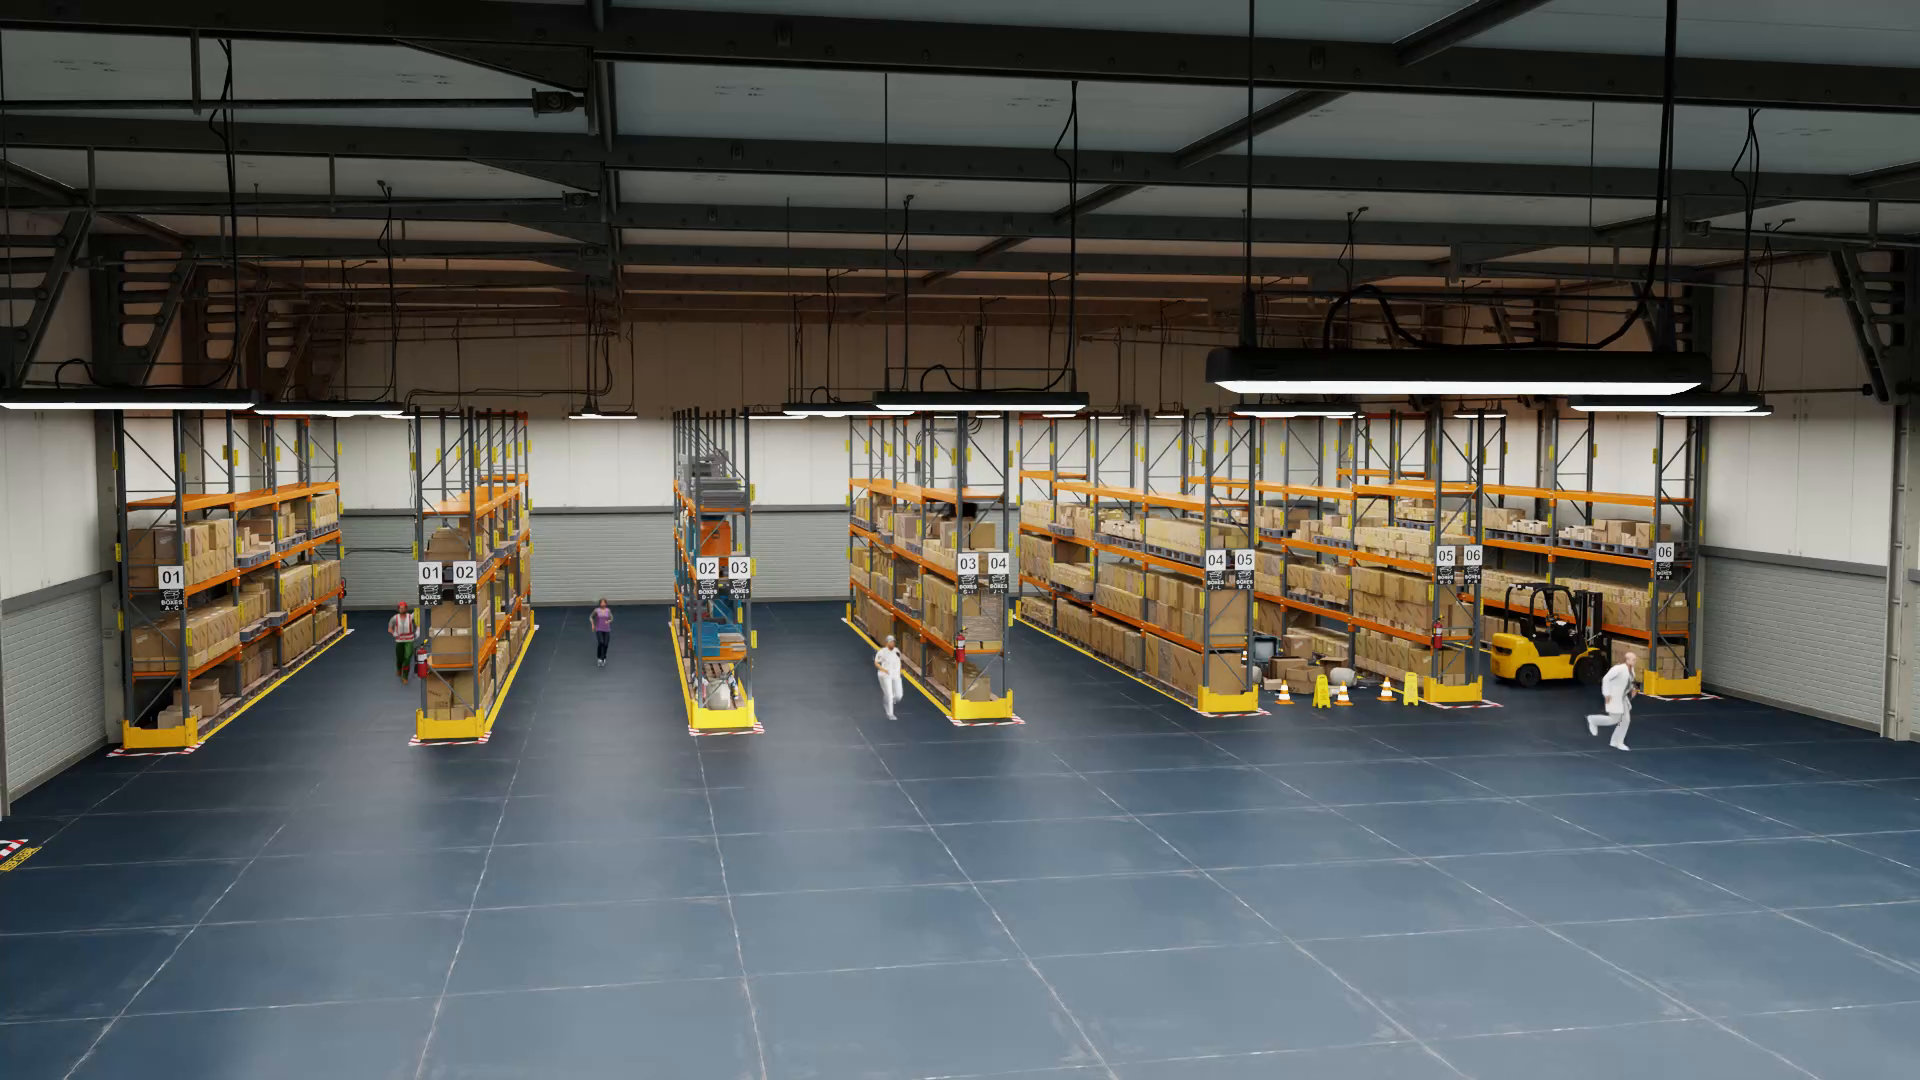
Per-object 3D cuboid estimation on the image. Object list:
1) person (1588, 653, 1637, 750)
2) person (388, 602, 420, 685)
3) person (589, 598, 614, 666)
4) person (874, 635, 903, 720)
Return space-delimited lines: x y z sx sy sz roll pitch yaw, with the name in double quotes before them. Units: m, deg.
"person" 11.505 2.807 29.318 0.711 1.724 0.874 -4 5 -41
"person" -12.207 2.240 36.548 0.667 1.785 0.956 -1 4 -15
"person" -8.370 2.153 38.940 0.506 1.592 0.662 -2 4 -25
"person" -1.367 2.645 32.101 0.601 1.631 0.569 -2 5 -30
